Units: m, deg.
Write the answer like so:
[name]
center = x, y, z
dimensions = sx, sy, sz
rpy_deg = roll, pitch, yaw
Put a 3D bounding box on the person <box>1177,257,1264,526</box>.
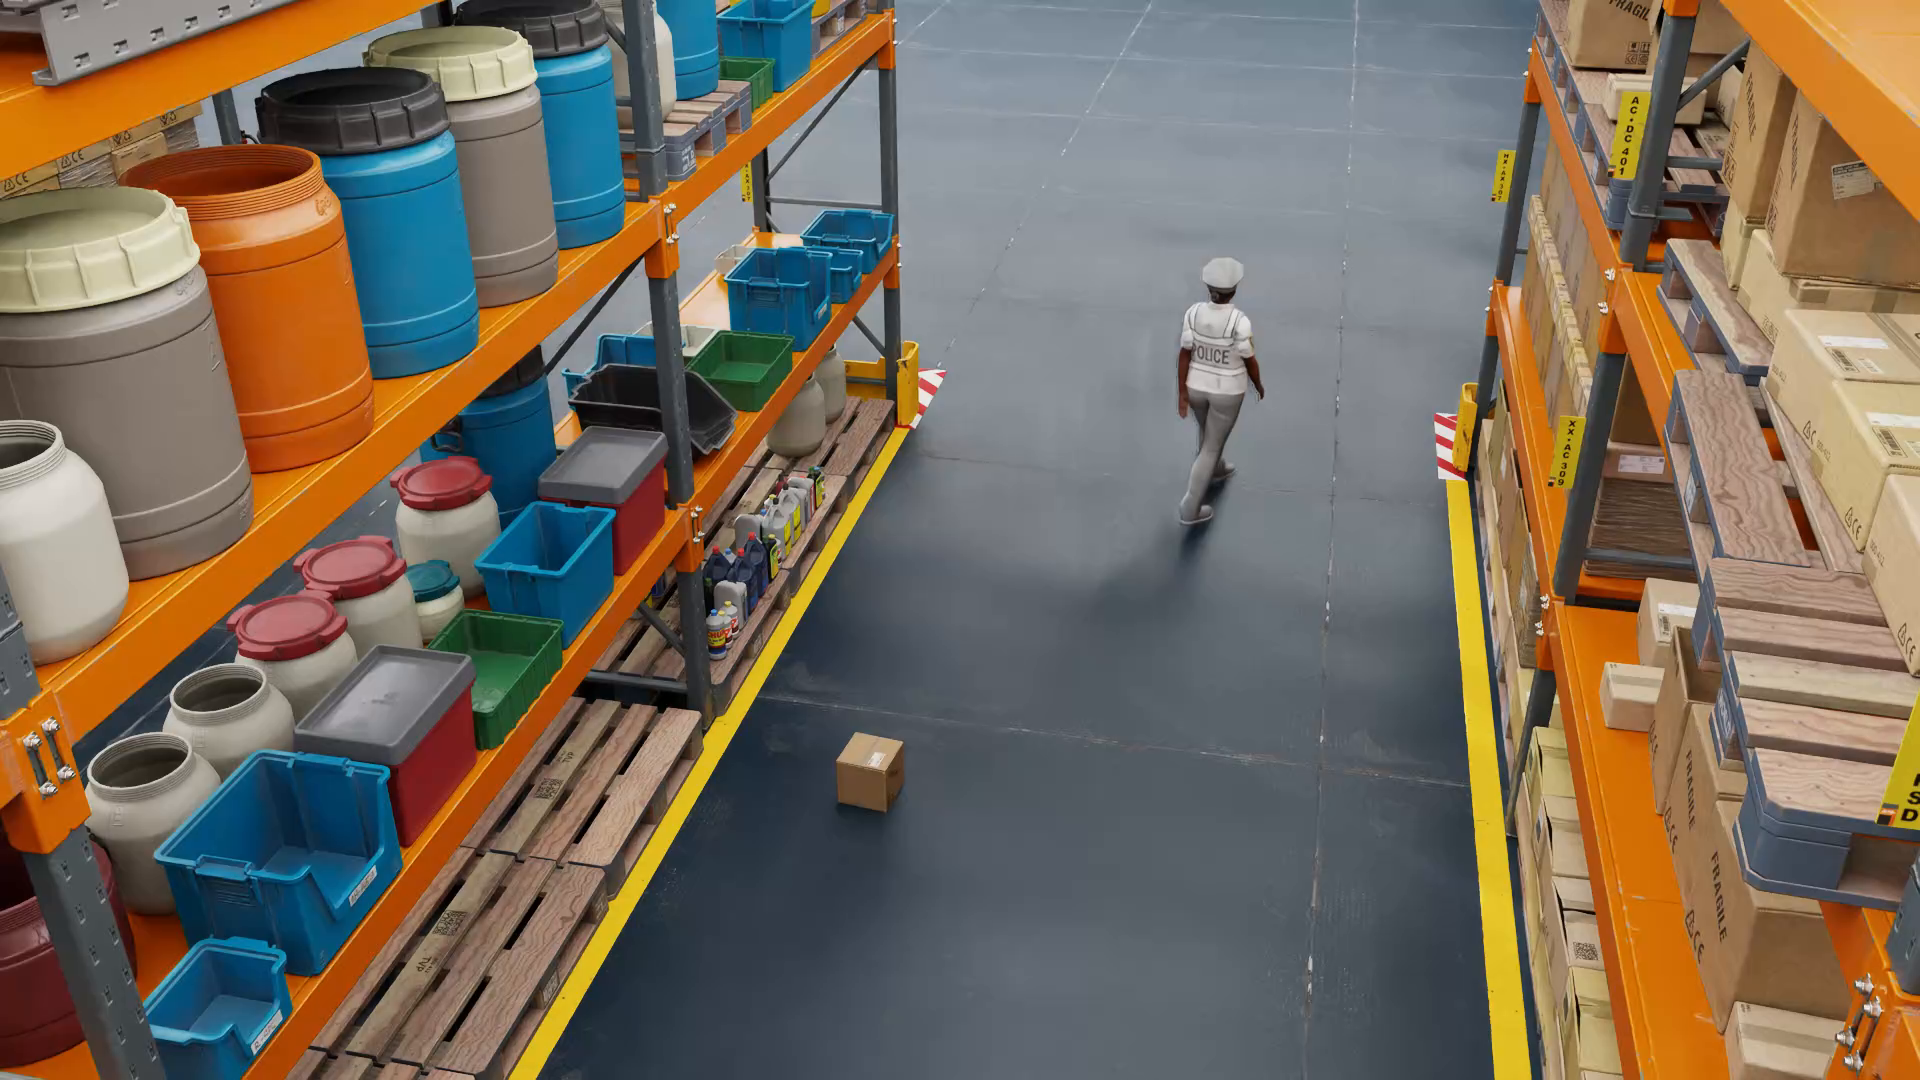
[person]
center = 1.647, -0.972, 10.312
dimensions = 0.454, 1.647, 0.918
rpy_deg = 21, 35, 33
